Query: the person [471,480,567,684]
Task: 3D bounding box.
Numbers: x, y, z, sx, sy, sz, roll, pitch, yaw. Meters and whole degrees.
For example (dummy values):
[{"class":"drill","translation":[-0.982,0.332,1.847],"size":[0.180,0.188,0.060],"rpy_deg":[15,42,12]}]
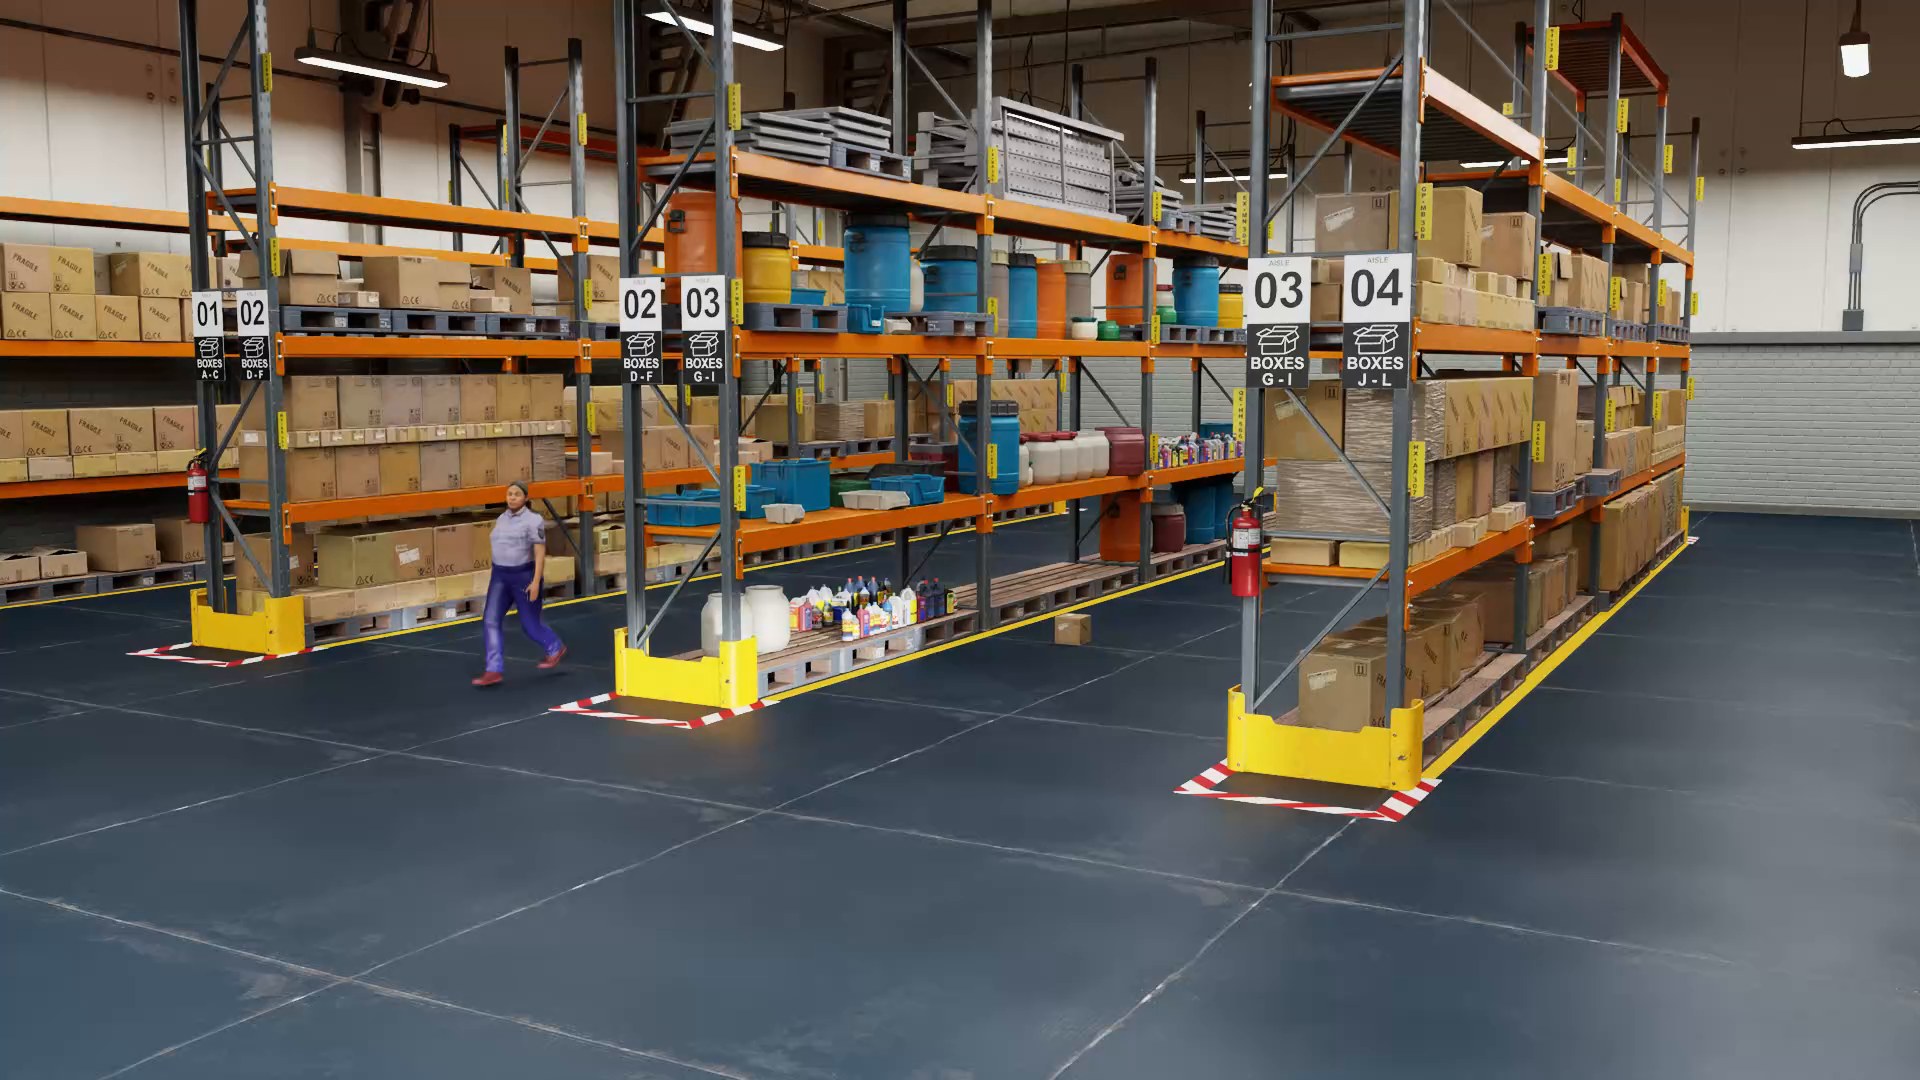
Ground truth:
[{"class":"person","translation":[-3.544,0.327,13.380],"size":[0.504,1.593,0.892],"rpy_deg":[3,7,24]}]
